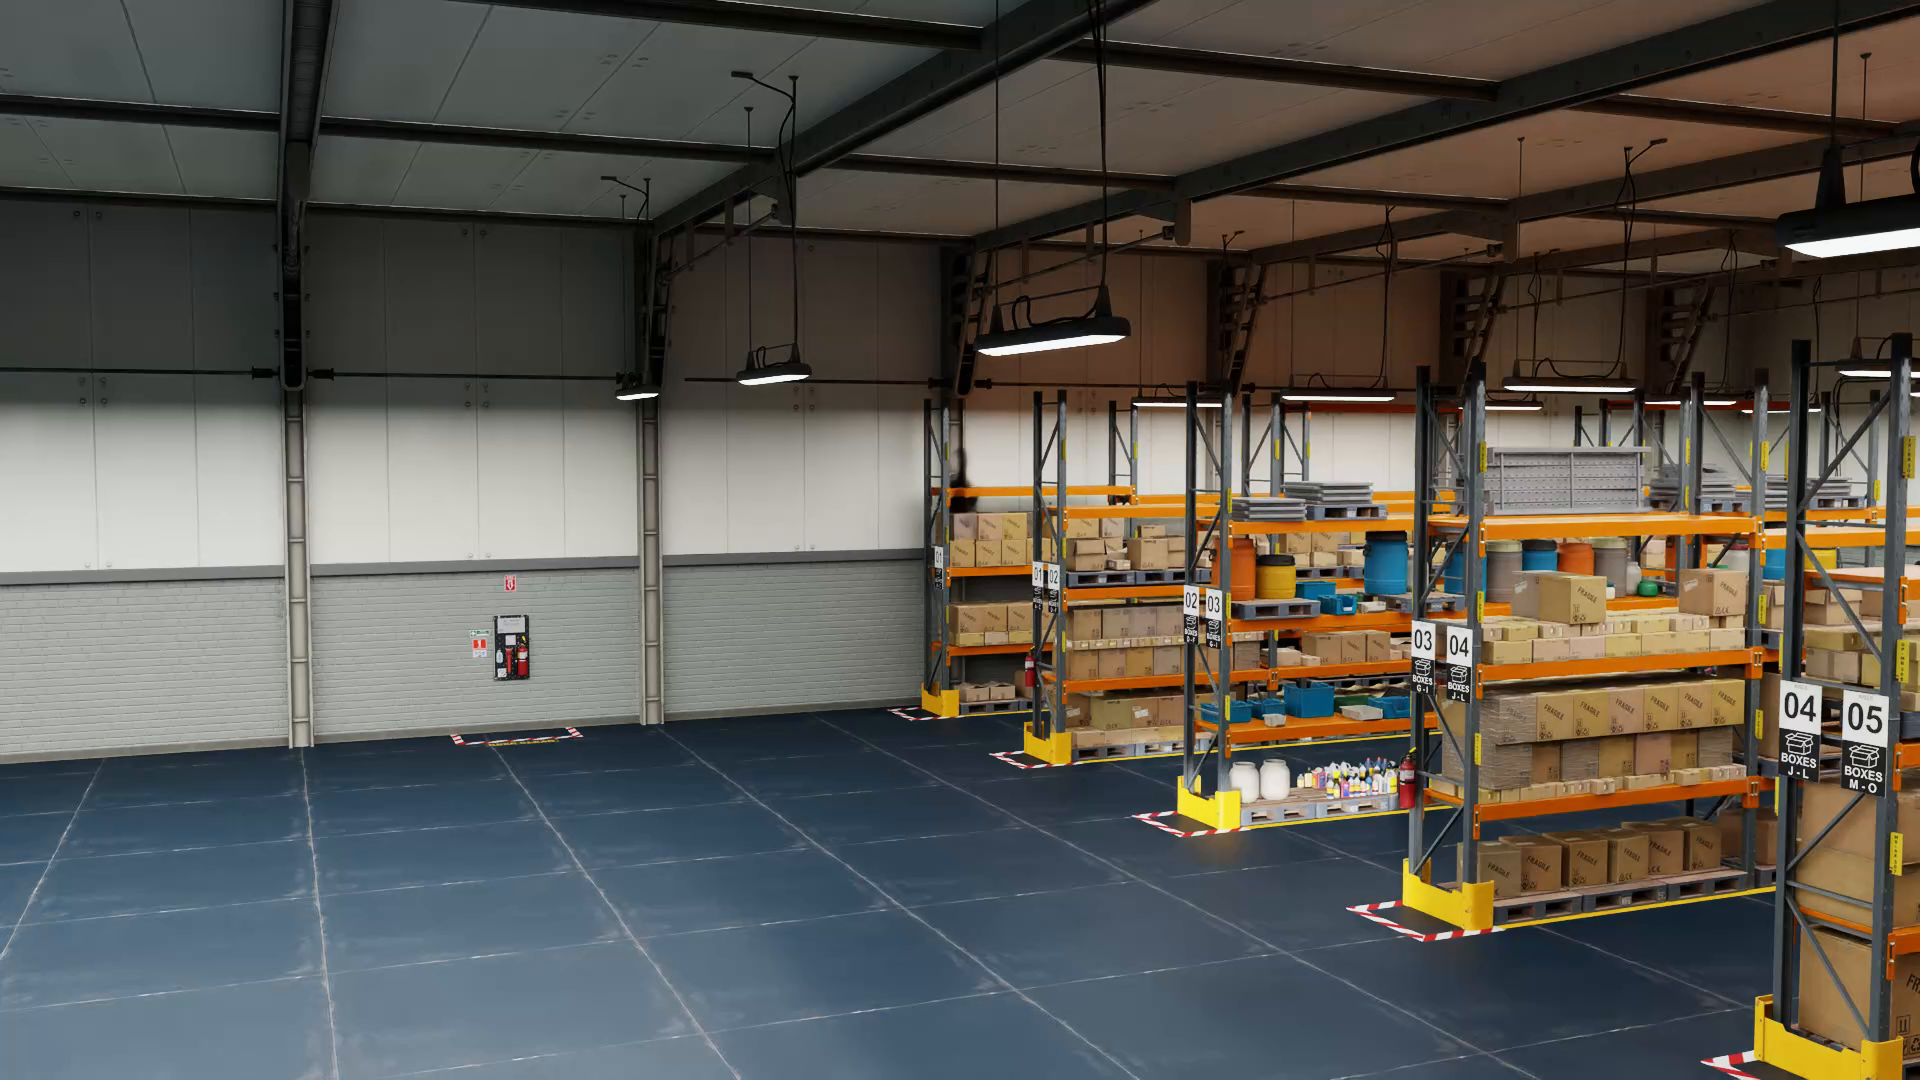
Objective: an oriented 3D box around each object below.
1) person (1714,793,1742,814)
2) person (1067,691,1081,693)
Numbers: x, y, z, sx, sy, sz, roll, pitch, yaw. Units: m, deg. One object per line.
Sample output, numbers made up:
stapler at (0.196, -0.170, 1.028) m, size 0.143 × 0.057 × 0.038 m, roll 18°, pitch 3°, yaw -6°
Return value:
person at (10.819, 2.903, 23.349) m, size 0.887 × 1.839 × 0.650 m, roll -2°, pitch 4°, yaw -25°
person at (2.170, 2.478, 30.839) m, size 0.666 × 1.740 × 0.697 m, roll -3°, pitch 4°, yaw -39°
